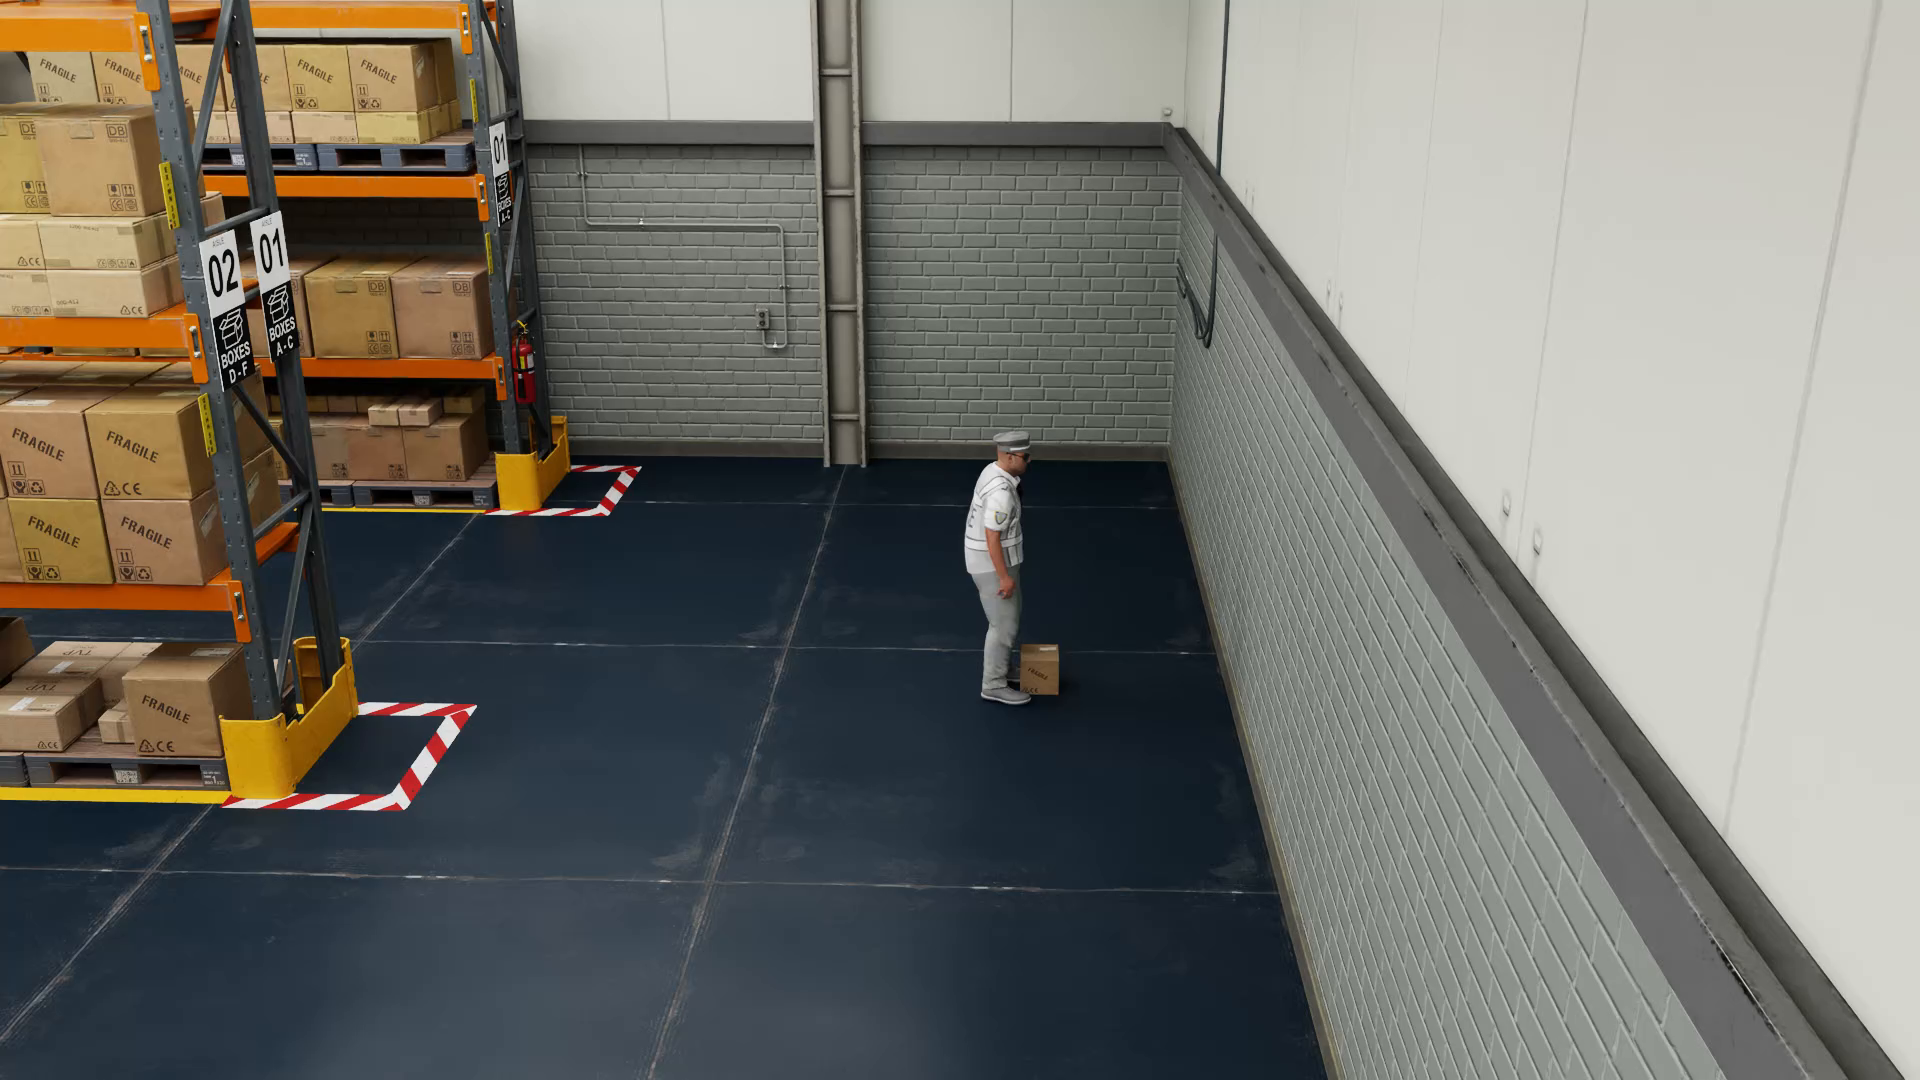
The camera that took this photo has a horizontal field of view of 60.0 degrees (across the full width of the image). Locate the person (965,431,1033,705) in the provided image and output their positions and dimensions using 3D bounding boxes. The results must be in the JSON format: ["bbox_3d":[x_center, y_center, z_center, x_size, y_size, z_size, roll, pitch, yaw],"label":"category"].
[{"bbox_3d":[0.264,0.150,10.668,0.468,1.748,0.587,1,21,2],"label":"person"}]
